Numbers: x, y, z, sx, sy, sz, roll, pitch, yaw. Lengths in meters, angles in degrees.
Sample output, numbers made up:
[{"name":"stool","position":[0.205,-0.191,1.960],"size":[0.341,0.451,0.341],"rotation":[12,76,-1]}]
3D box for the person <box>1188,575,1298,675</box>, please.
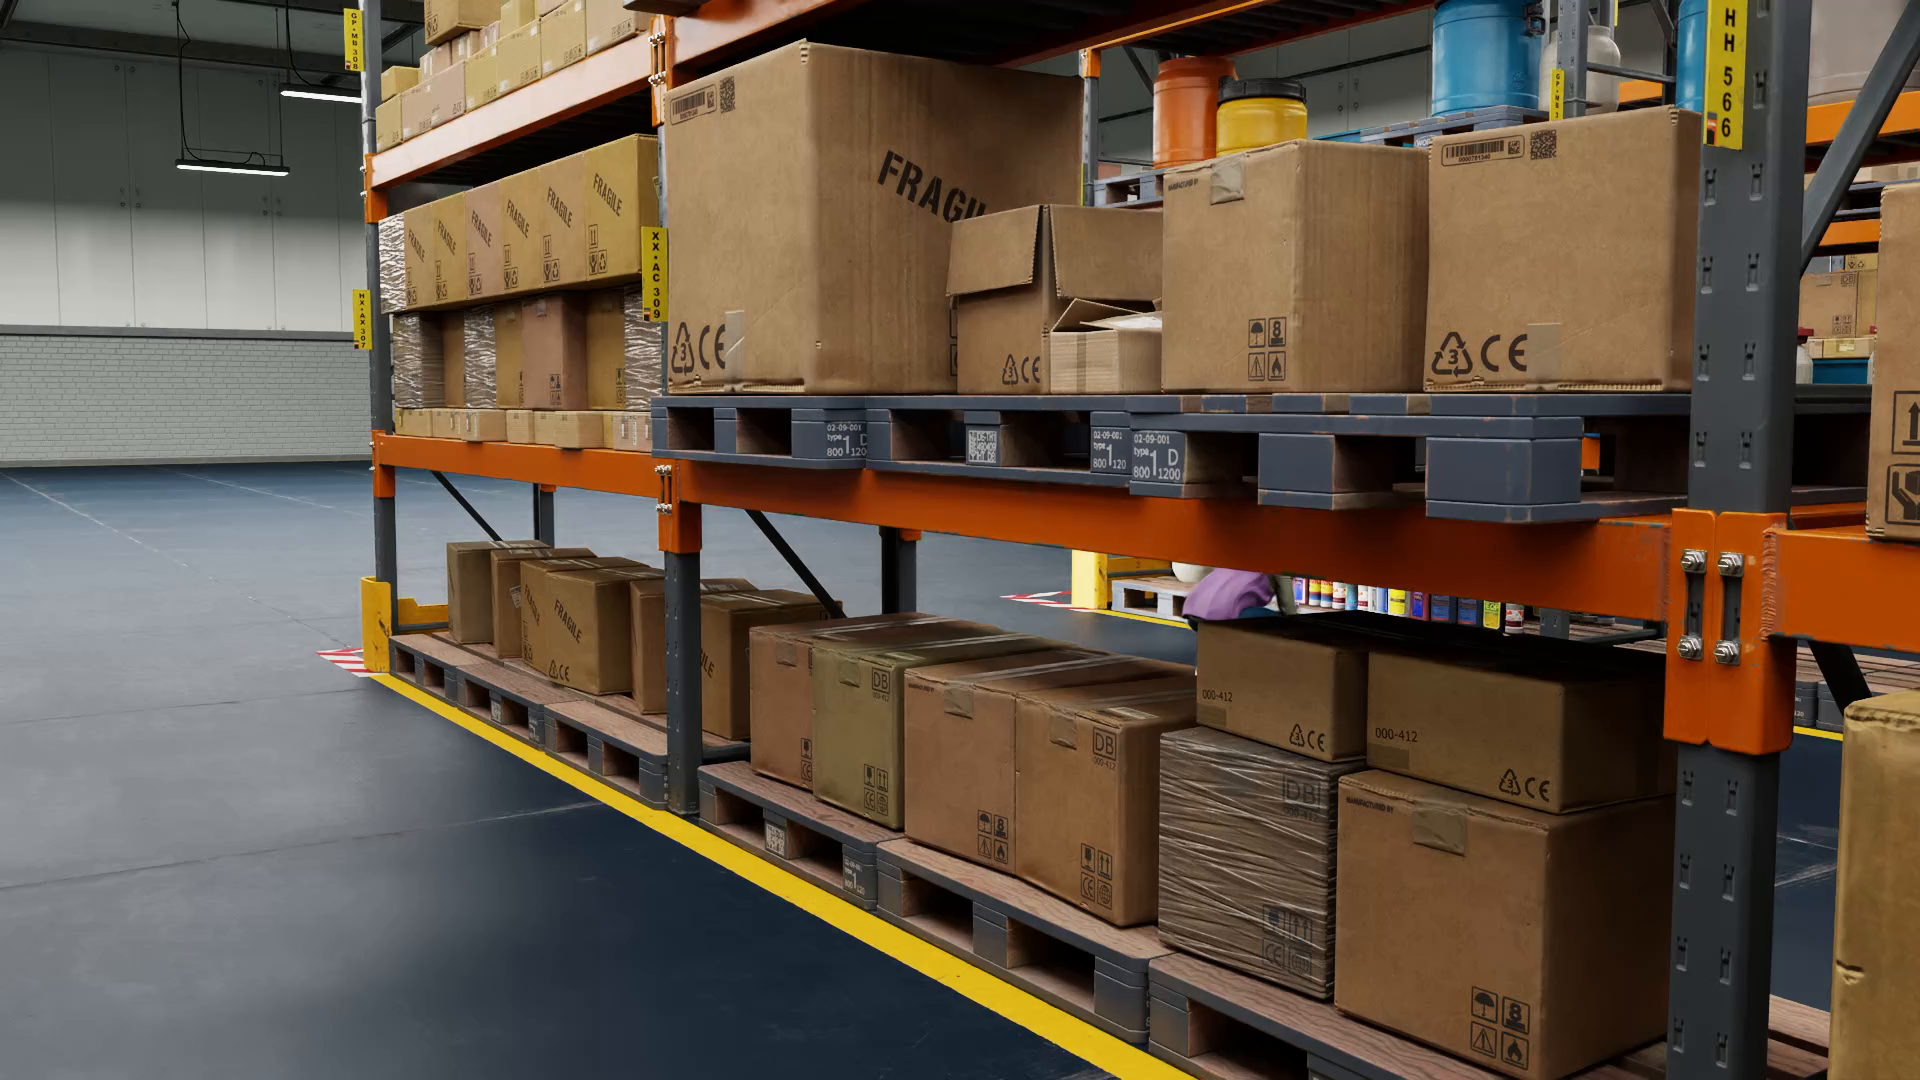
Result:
[{"name":"person","position":[1.541,0.441,8.931],"size":[0.816,0.736,0.382],"rotation":[-3,6,-34]}]
